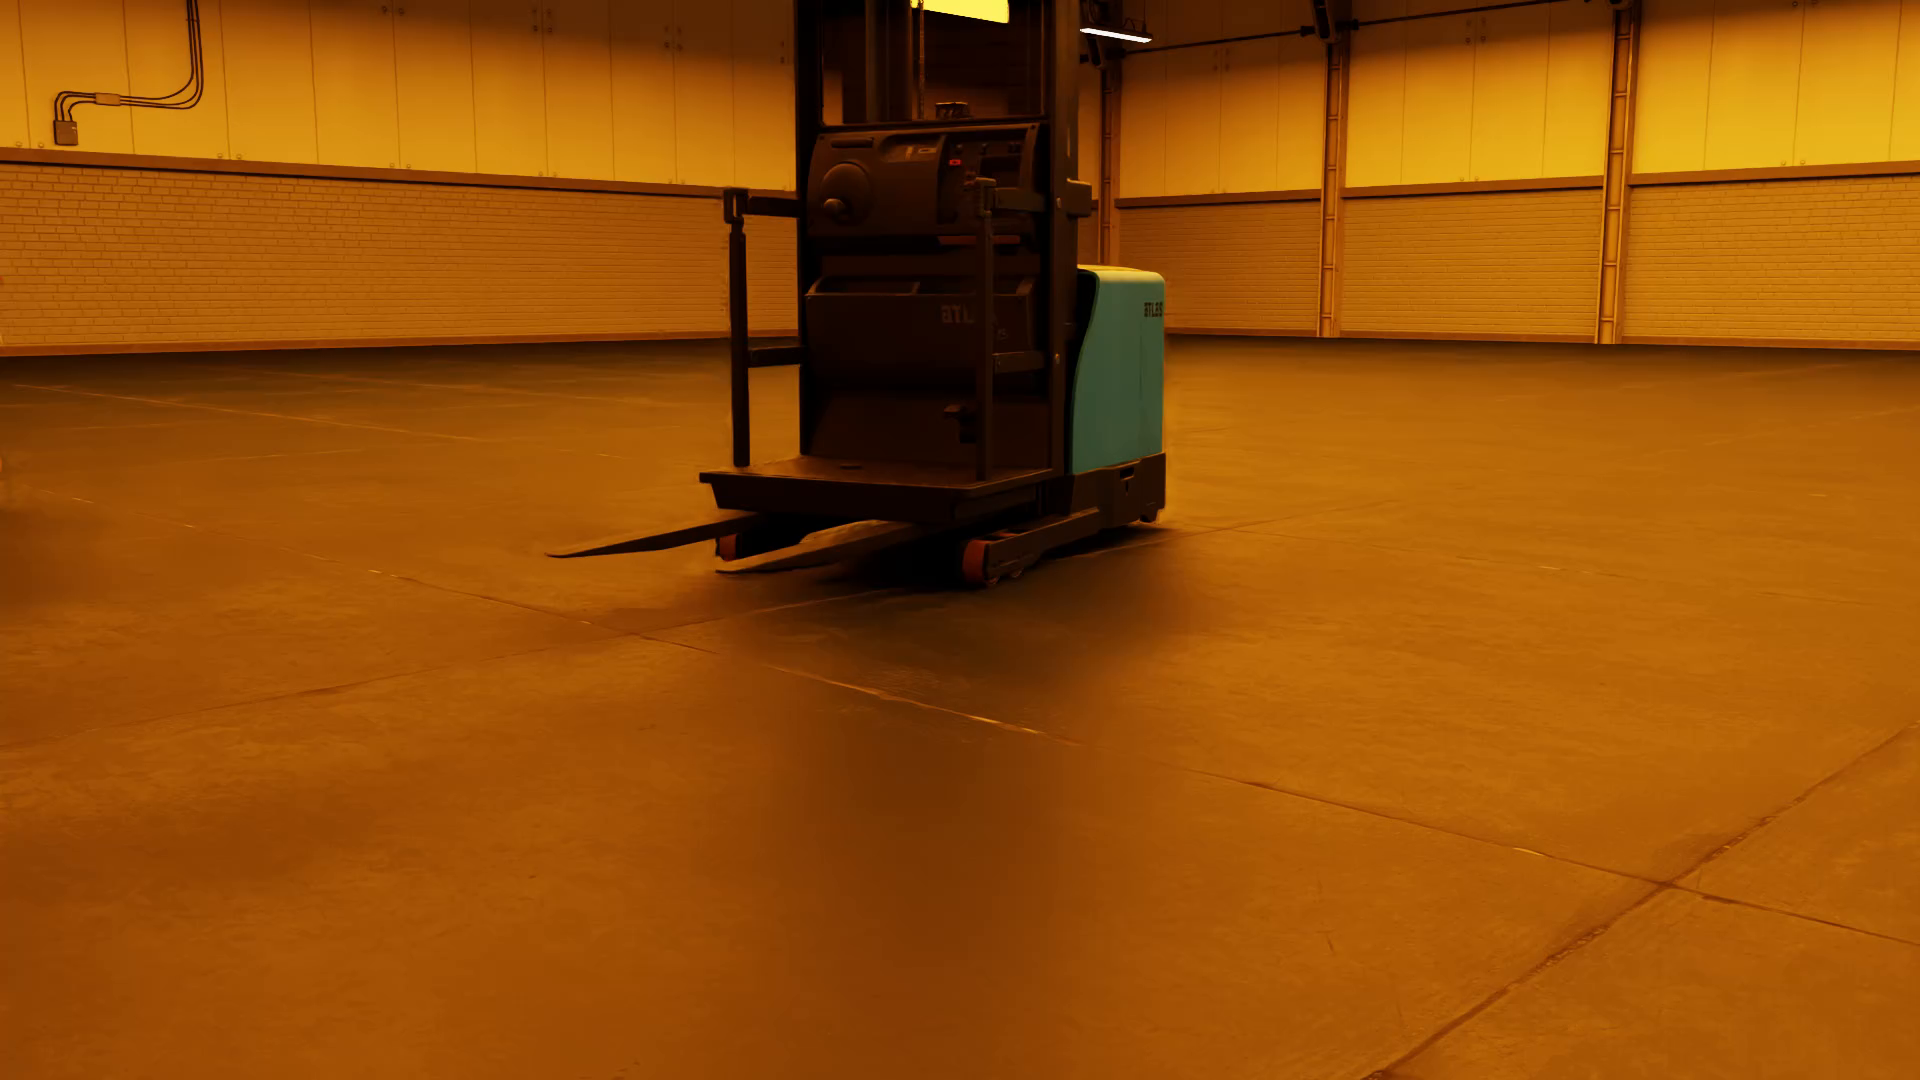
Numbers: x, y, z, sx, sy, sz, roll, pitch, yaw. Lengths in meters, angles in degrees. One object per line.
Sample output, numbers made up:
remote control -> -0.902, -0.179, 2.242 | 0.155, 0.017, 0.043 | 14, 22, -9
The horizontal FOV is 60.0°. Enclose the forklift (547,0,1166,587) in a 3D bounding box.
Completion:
forklift -> -0.239, -1.363, 5.925 | 1.130, 2.935, 3.031 | 4, 10, 27

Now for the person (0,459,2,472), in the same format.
person -> -4.575, -0.868, 7.360 | 0.545, 1.611, 1.009 | -7, 11, -39
